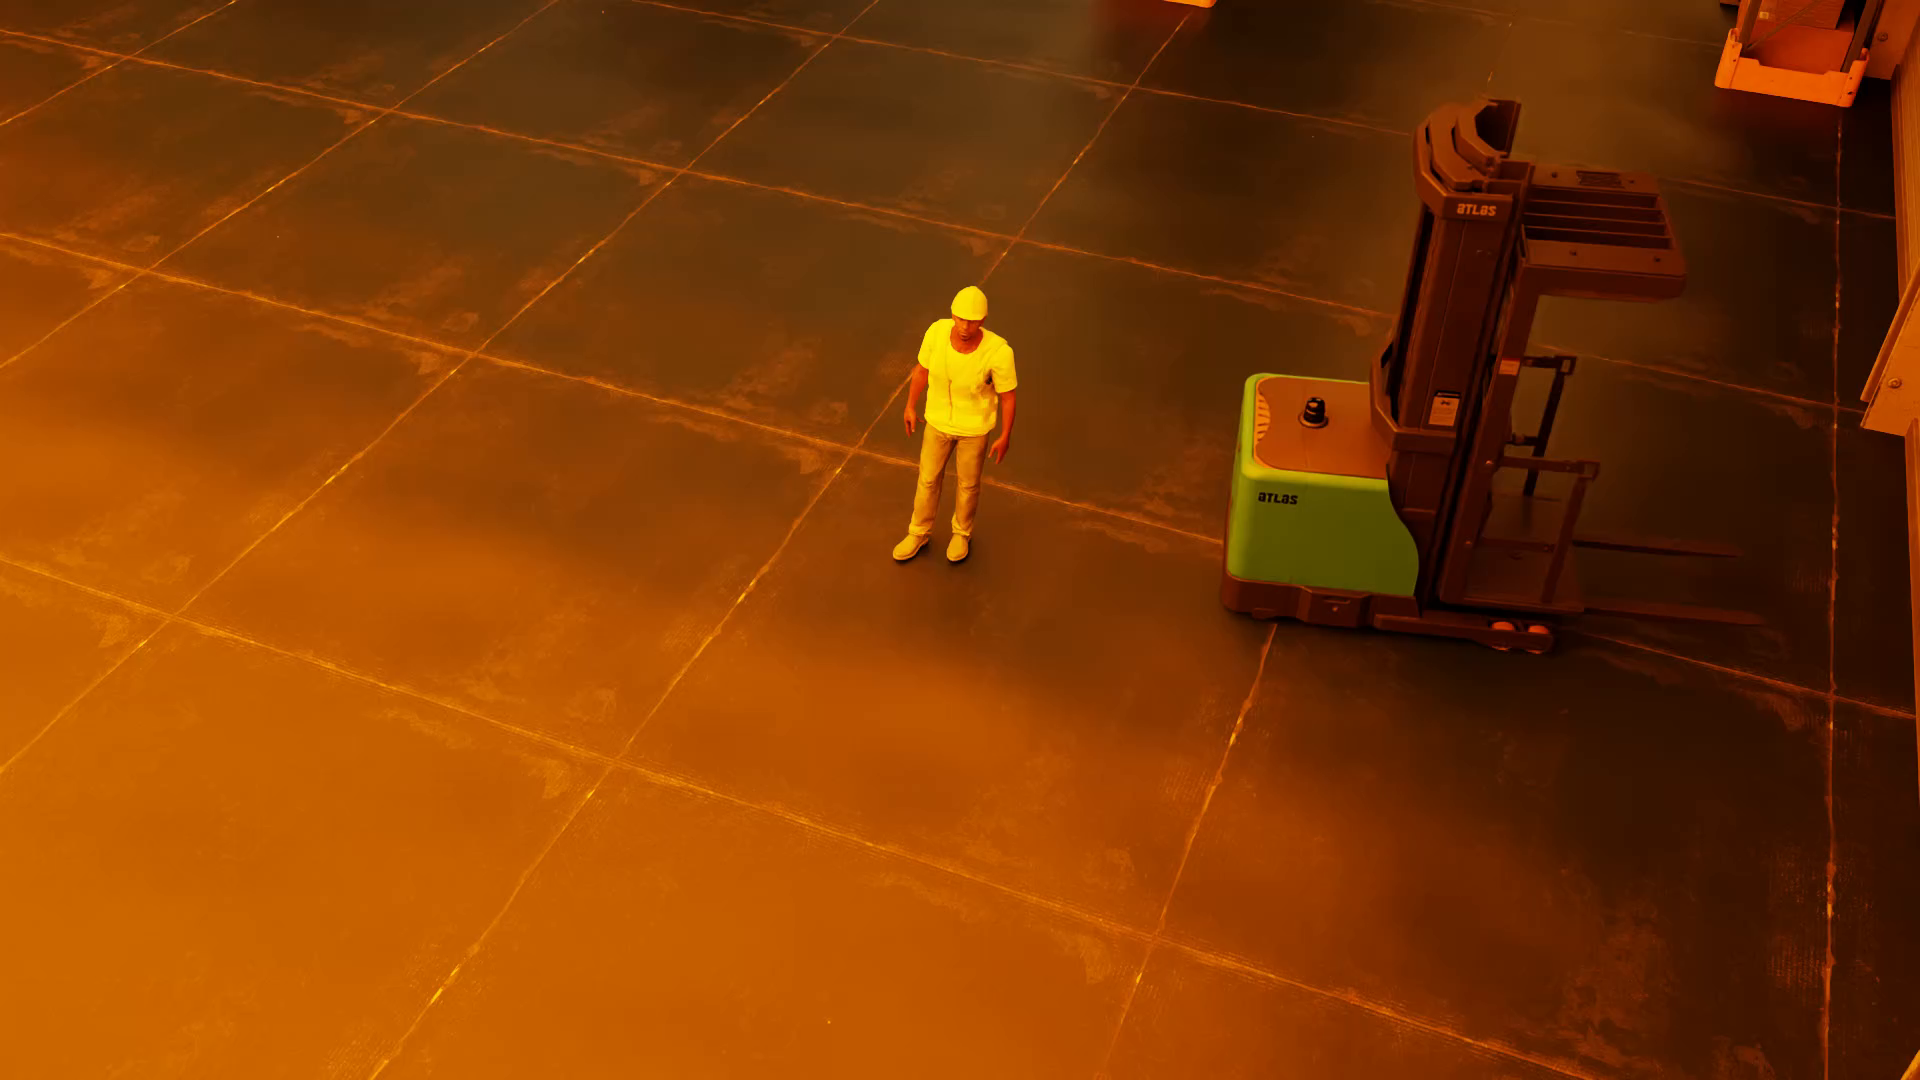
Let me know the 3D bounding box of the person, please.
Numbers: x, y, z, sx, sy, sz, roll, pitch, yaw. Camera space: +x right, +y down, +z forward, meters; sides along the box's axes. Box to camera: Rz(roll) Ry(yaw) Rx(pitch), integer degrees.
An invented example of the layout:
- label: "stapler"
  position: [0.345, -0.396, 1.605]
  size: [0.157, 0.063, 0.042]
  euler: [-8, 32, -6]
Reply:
- label: "person"
  position: [-0.032, -0.641, 9.673]
  size: [0.666, 1.759, 0.577]
  euler: [15, 42, 17]

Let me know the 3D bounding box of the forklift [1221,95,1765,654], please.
- label: "forklift"
  position: [3.095, -0.842, 9.012]
  size: [3.031, 2.935, 1.130]
  euler: [6, 40, 7]
